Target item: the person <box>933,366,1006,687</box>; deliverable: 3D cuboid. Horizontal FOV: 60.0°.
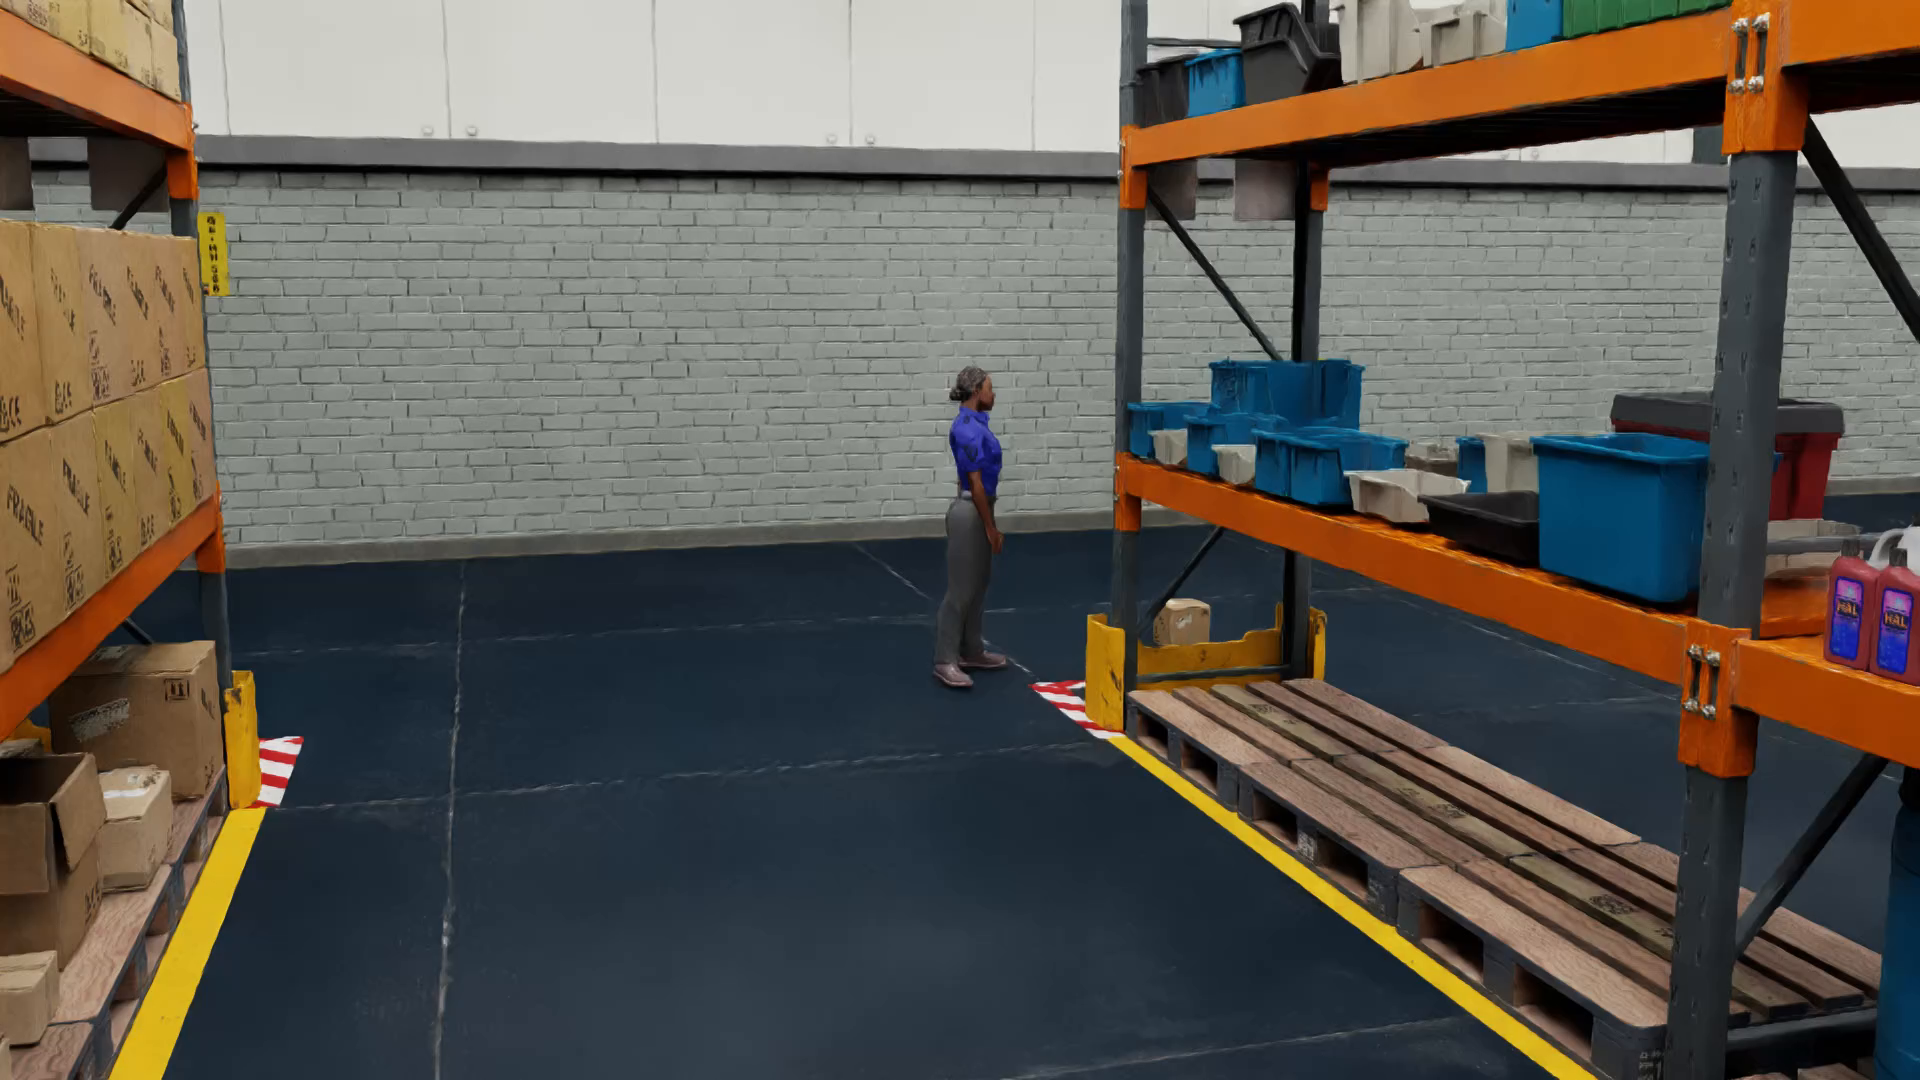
[{"bbox_3d":[0.057,-0.087,8.832,0.384,1.666,0.613,1,9,5],"label":"person"}]
